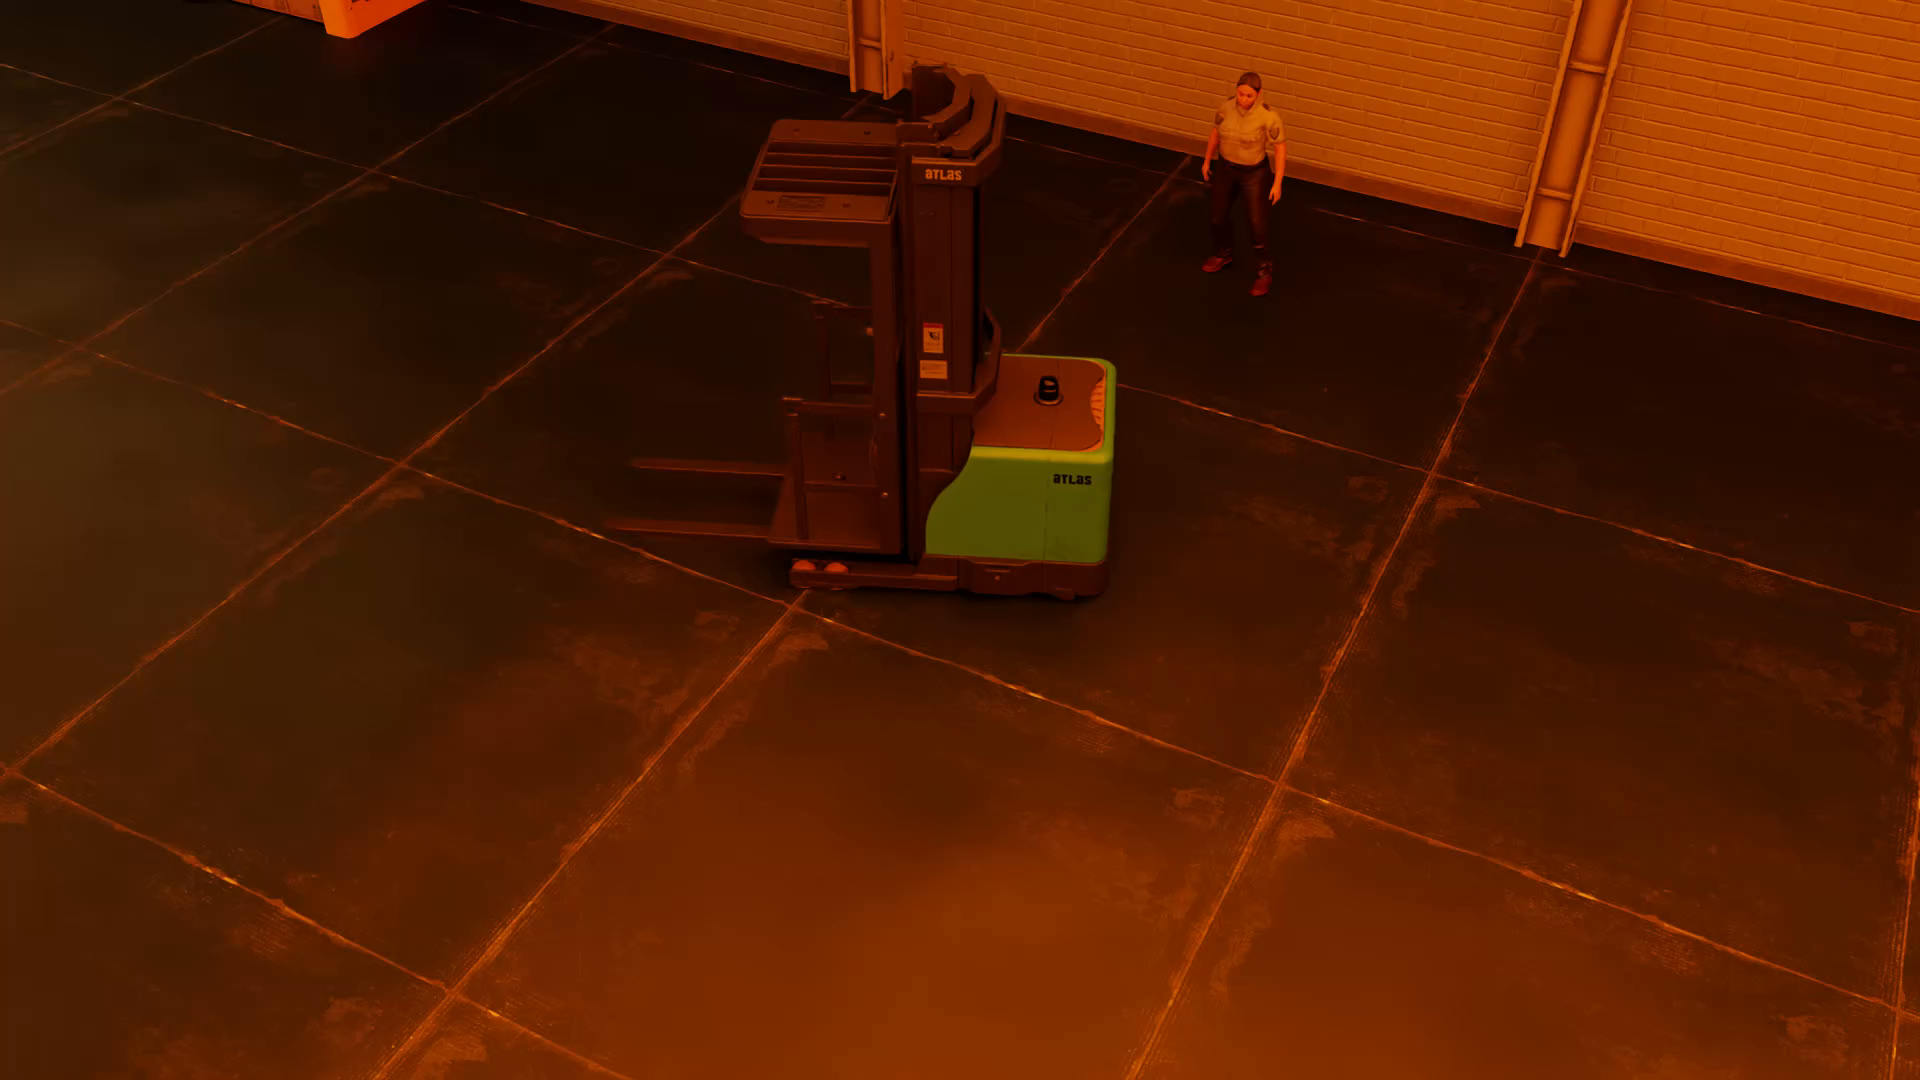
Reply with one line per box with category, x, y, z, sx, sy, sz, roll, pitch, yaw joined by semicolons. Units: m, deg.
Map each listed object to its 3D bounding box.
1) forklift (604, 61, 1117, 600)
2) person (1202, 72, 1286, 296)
forklift;-0.606;-1.157;9.360;3.031;2.935;1.130;3;40;4
person;2.071;-2.653;12.149;0.704;1.632;0.402;25;46;26
